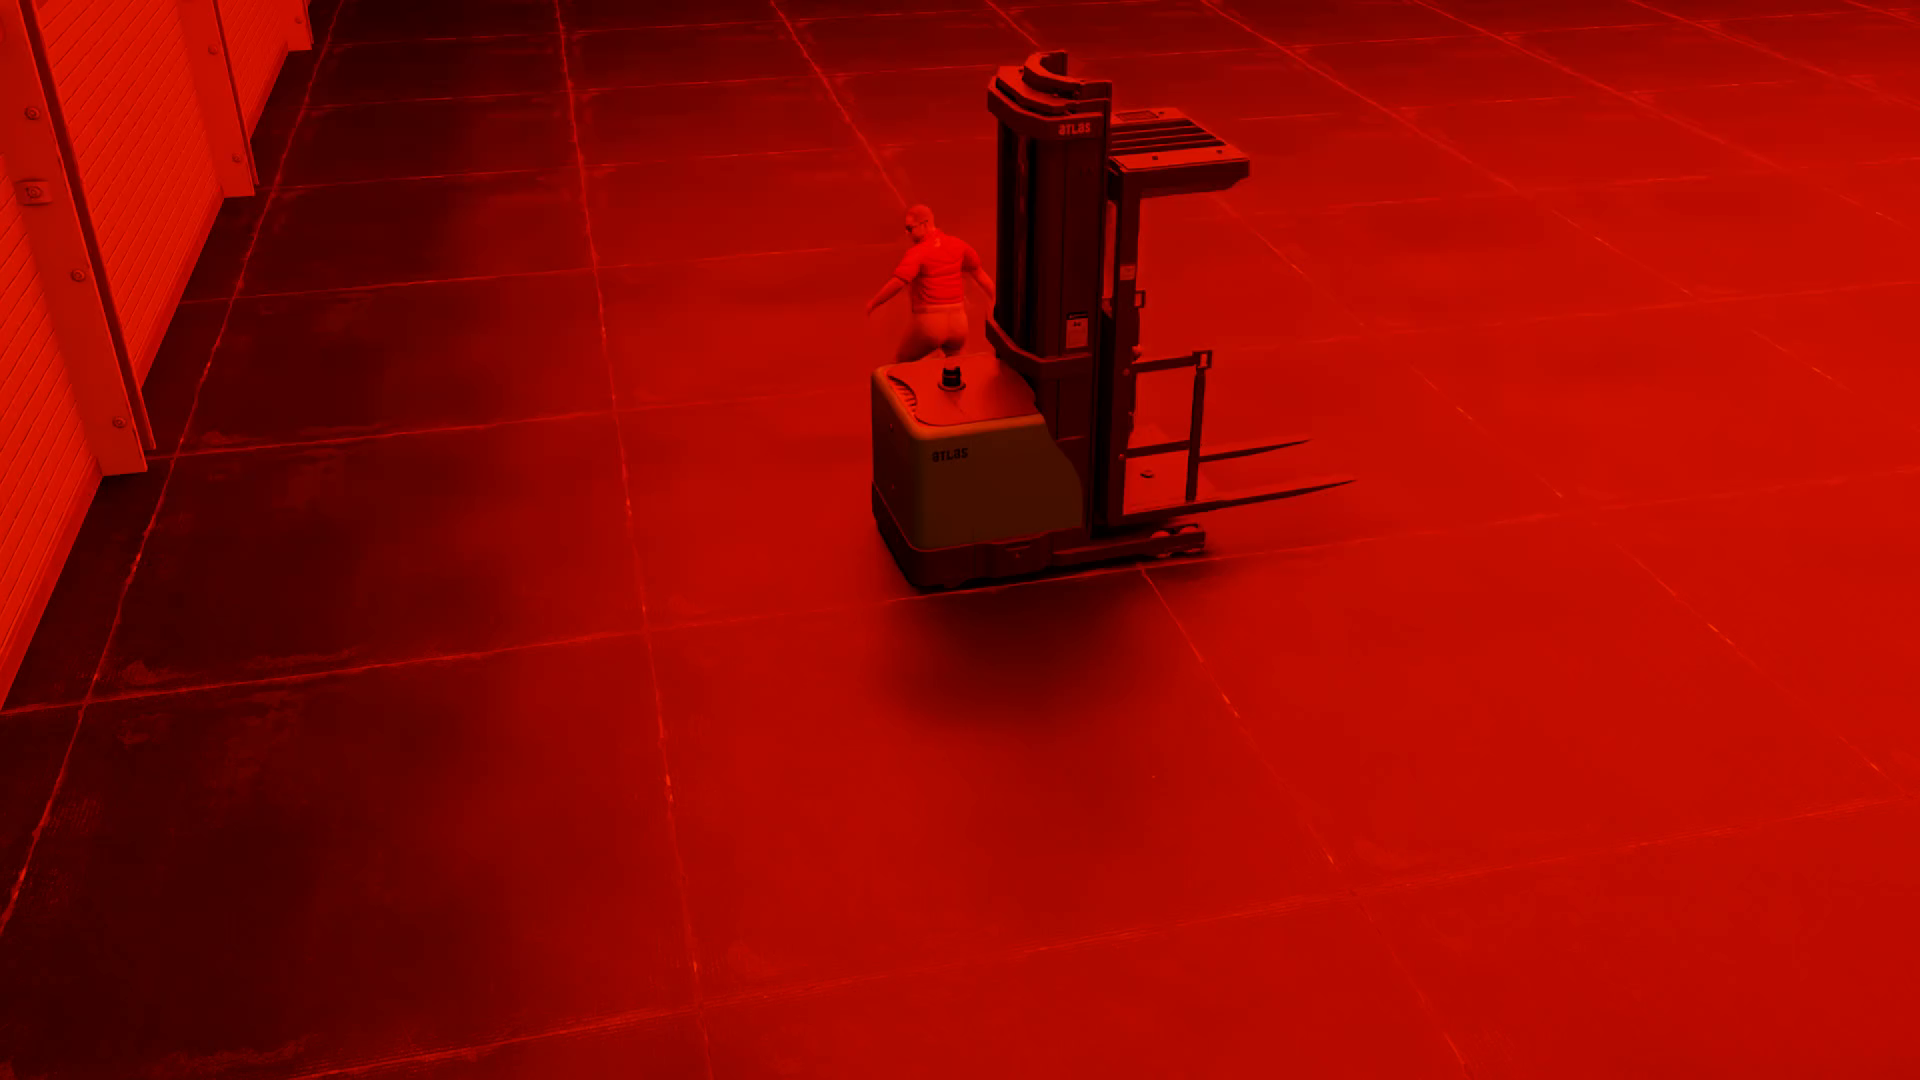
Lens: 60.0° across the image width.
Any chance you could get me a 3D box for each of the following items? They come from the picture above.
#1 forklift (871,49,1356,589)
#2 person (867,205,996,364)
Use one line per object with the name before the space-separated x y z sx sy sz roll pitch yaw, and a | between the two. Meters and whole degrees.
forklift | 1.014 -1.399 9.991 3.031 2.935 1.130 -9 31 -15
person | -0.125 -1.543 11.704 1.003 1.629 0.503 -17 34 -26
